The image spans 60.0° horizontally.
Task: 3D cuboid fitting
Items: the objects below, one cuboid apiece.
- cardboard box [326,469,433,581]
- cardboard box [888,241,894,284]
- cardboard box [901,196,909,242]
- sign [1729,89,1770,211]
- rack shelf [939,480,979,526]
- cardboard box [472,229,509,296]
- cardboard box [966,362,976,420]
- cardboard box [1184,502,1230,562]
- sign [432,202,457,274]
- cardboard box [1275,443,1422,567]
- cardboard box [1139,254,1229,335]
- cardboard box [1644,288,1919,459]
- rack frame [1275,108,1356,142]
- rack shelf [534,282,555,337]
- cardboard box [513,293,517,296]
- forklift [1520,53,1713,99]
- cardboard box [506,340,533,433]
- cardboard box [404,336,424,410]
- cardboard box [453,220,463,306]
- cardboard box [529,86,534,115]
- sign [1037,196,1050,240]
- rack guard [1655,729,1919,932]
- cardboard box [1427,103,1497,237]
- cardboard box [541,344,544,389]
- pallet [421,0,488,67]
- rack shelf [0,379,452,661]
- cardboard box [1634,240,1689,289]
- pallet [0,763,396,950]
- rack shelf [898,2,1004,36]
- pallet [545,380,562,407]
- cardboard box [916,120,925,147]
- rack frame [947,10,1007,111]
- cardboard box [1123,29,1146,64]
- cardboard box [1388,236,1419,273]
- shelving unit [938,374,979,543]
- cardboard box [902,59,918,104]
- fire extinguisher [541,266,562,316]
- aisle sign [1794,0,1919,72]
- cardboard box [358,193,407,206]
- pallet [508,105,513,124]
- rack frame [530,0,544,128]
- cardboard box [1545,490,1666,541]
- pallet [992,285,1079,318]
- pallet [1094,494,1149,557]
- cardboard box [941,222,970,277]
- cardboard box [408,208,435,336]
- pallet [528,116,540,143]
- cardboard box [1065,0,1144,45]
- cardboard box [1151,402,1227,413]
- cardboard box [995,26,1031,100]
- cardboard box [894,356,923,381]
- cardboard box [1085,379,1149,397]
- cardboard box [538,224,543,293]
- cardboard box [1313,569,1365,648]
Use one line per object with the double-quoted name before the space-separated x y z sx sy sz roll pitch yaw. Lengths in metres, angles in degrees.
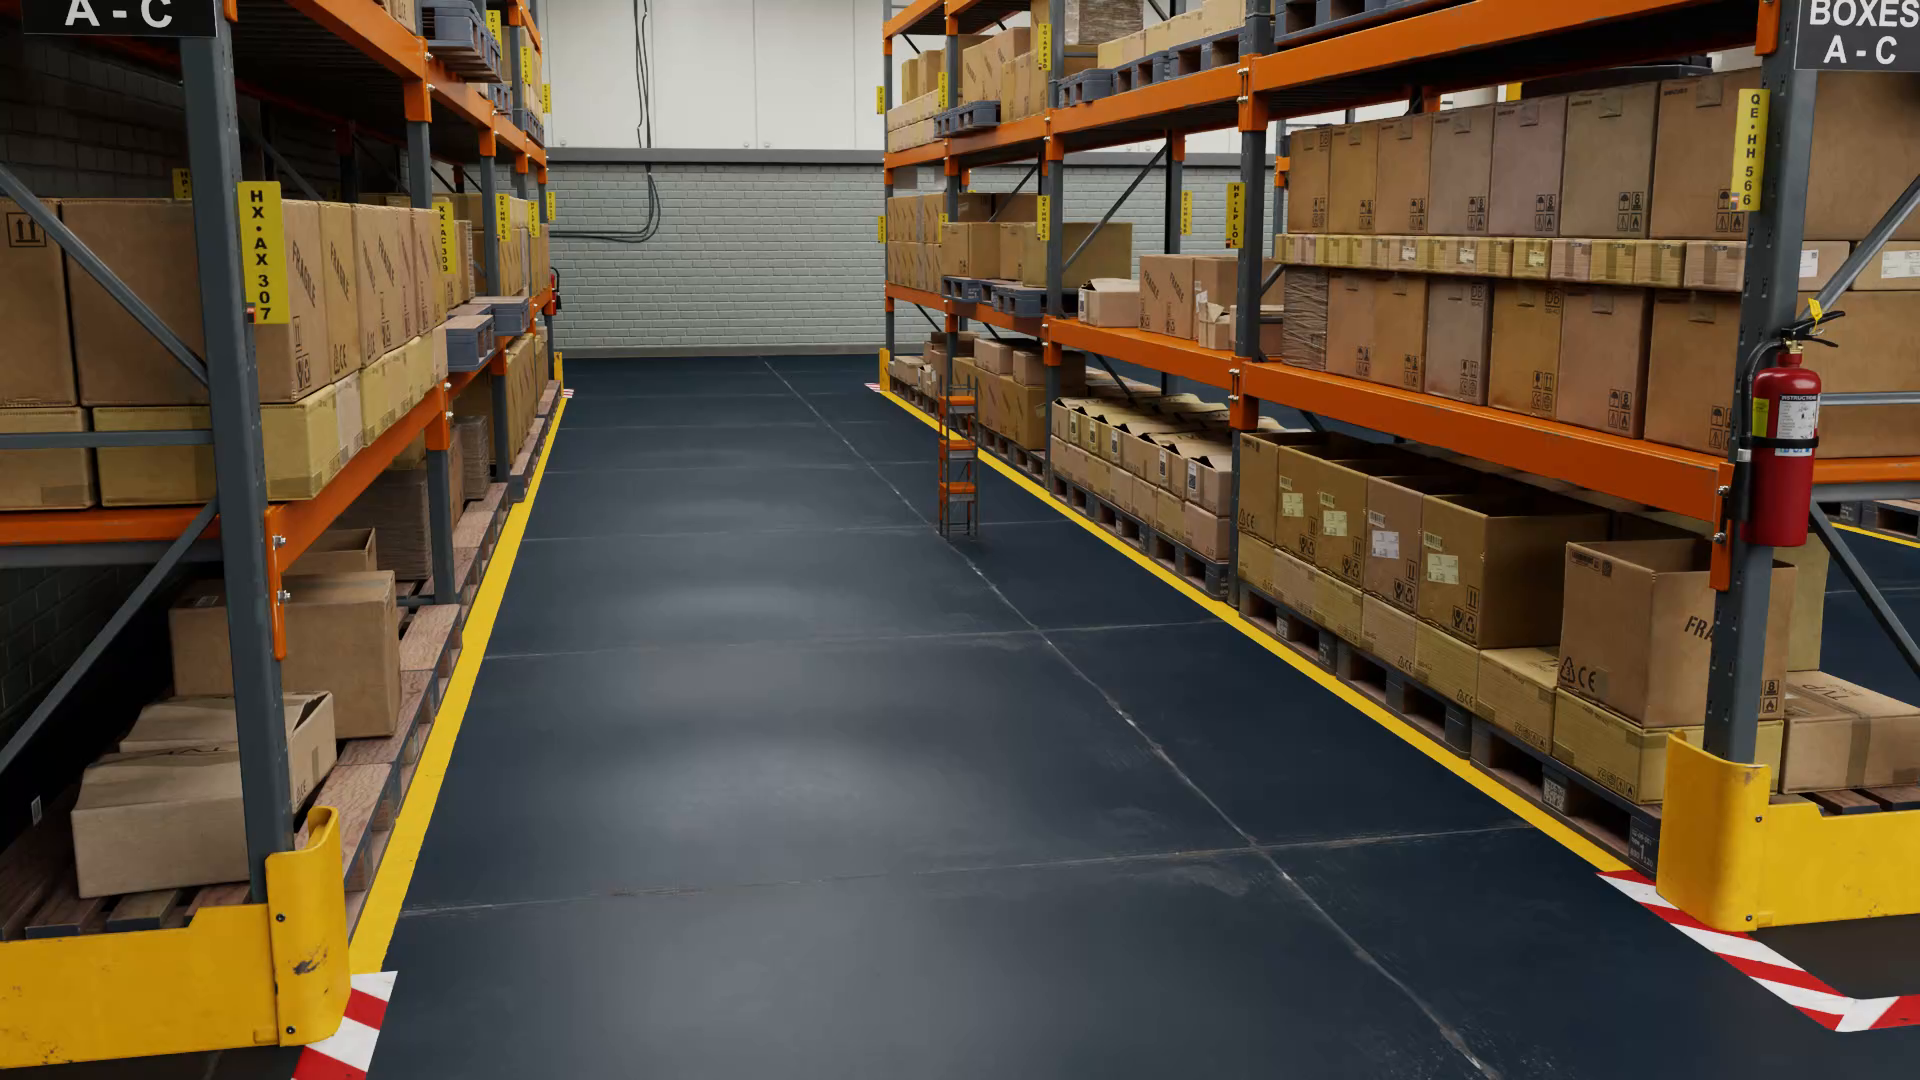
"cardboard box" -3.089 -0.078 8.590 0.700 0.500 0.500 -2 11 -9
"cardboard box" -0.578 -3.295 19.717 0.500 0.500 0.500 -2 11 -10
"cardboard box" -0.376 -3.598 18.639 0.500 0.500 0.500 -2 11 -10
"sign" 2.172 -1.070 4.566 0.100 0.325 0.005 -2 11 -11
"rack shelf" -0.010 -0.242 10.704 0.215 0.259 0.240 -2 11 -11
"cardboard box" -3.551 -1.992 12.024 0.500 0.500 0.500 -2 11 -9
"cardboard box" 0.342 -1.396 15.518 0.500 0.500 0.500 -2 11 -10
"cardboard box" 1.564 -0.057 9.204 0.500 0.250 0.500 -2 11 -12
"sign" -2.399 -1.401 7.722 0.100 0.325 0.005 -2 11 -11
"cardboard box" 1.817 -0.172 7.802 0.500 0.500 0.500 -2 11 -11
"cardboard box" 1.493 -1.611 10.873 0.500 0.500 0.500 -3 11 -14
"cardboard box" 2.628 -0.537 5.230 0.700 0.500 0.500 -2 11 -11
"rack frame" 4.454 -6.463 20.587 1.000 3.000 0.127 -2 11 -11
"rack shelf" -4.875 -2.436 17.395 1.077 0.370 4.000 -2 11 -11
"cardboard box" -3.972 -2.069 14.162 0.380 0.149 0.250 -2 11 -11
"forklift" 3.939 -1.255 9.451 3.031 2.935 1.130 -8 14 -37
"cardboard box" -4.056 -1.295 14.105 0.750 0.750 0.750 -2 11 -9
"cardboard box" -2.339 -0.632 6.342 0.500 0.250 0.500 -2 11 -11
"cardboard box" -3.342 -1.640 9.848 0.700 0.500 0.500 -2 11 -11
"cardboard box" -4.447 -4.308 16.295 0.500 0.250 0.500 -2 11 -12
"sign" 0.620 -2.378 12.282 0.100 0.325 0.005 -2 11 -11
"rack guard" 2.711 0.830 4.998 1.175 0.500 0.348 -2 11 -11
"cardboard box" 2.314 -1.465 6.634 0.700 0.500 0.500 -2 11 -11
"cardboard box" -4.834 -1.825 17.827 0.700 0.500 0.500 -2 11 -13
"pallet" -2.945 -2.453 8.044 1.213 0.211 1.003 -2 11 -11
"rack shelf" -2.541 -0.235 5.832 1.077 0.370 4.000 -2 11 -11
"cardboard box" 2.393 -0.881 5.301 0.380 0.149 0.250 -2 11 -10
"pallet" -2.290 0.984 4.961 1.003 0.211 1.213 -2 11 -11
"rack shelf" -0.016 -5.632 17.771 0.831 0.071 3.687 -2 11 -11
"pallet" -5.031 -1.642 18.760 1.003 0.211 1.213 -2 11 -11
"cardboard box" -0.175 -4.266 17.466 0.500 0.250 0.500 -2 11 -11
"rack frame" 0.373 -5.550 15.789 1.000 3.000 0.127 -2 11 -11
"cardboard box" 1.414 -3.299 11.262 0.500 0.250 0.500 -2 11 -9
"cardboard box" 2.046 -1.211 7.035 0.380 0.149 0.250 -2 11 -13
"shelving unit" -0.010 -0.526 10.650 0.215 1.050 0.252 -2 11 -11
"cardboard box" -0.275 -5.162 18.832 0.700 0.500 0.500 -2 11 -11
"fire extinguisher" -4.840 -2.979 19.530 0.296 0.674 0.183 -2 11 -11
"aisle sign" 2.431 -1.657 4.425 0.394 0.787 0.004 -2 11 -11
"cardboard box" -4.050 -2.336 11.824 0.500 0.250 0.500 -2 11 -9
"pallet" -4.259 -3.635 14.264 0.805 0.209 1.217 -3 11 -13
"rack frame" -5.264 -6.103 18.694 1.000 3.000 0.127 -2 11 -11
"cardboard box" 2.612 0.085 6.455 0.500 0.500 0.500 -2 11 -11
"pallet" 0.950 -1.897 13.154 1.213 0.211 1.003 -2 11 -11
"pallet" 1.506 -0.124 10.783 1.003 0.211 1.213 -2 11 -11
"cardboard box" 0.245 -2.763 15.803 0.700 0.500 0.500 -6 12 -30
"cardboard box" -2.432 -1.093 6.757 0.500 0.500 0.500 -2 11 -11
"pallet" -4.868 -4.226 17.092 1.003 0.211 1.213 -2 11 -11
"cardboard box" 1.072 -3.964 12.534 0.500 0.500 0.500 -2 11 -11
"cardboard box" 1.602 -0.818 11.704 0.500 0.311 0.500 -2 11 -12
"cardboard box" 0.660 -4.042 14.228 0.600 0.600 0.600 -3 11 -13
"cardboard box" -0.481 -2.000 19.361 0.500 0.250 0.500 -2 11 -11
"cardboard box" 1.235 -1.047 13.685 0.500 0.500 0.500 -3 11 -13
"cardboard box" -4.863 -2.937 17.302 0.980 0.700 0.700 -3 11 -14
"cardboard box" 1.906 0.289 7.389 0.500 0.250 0.500 -2 11 -11
